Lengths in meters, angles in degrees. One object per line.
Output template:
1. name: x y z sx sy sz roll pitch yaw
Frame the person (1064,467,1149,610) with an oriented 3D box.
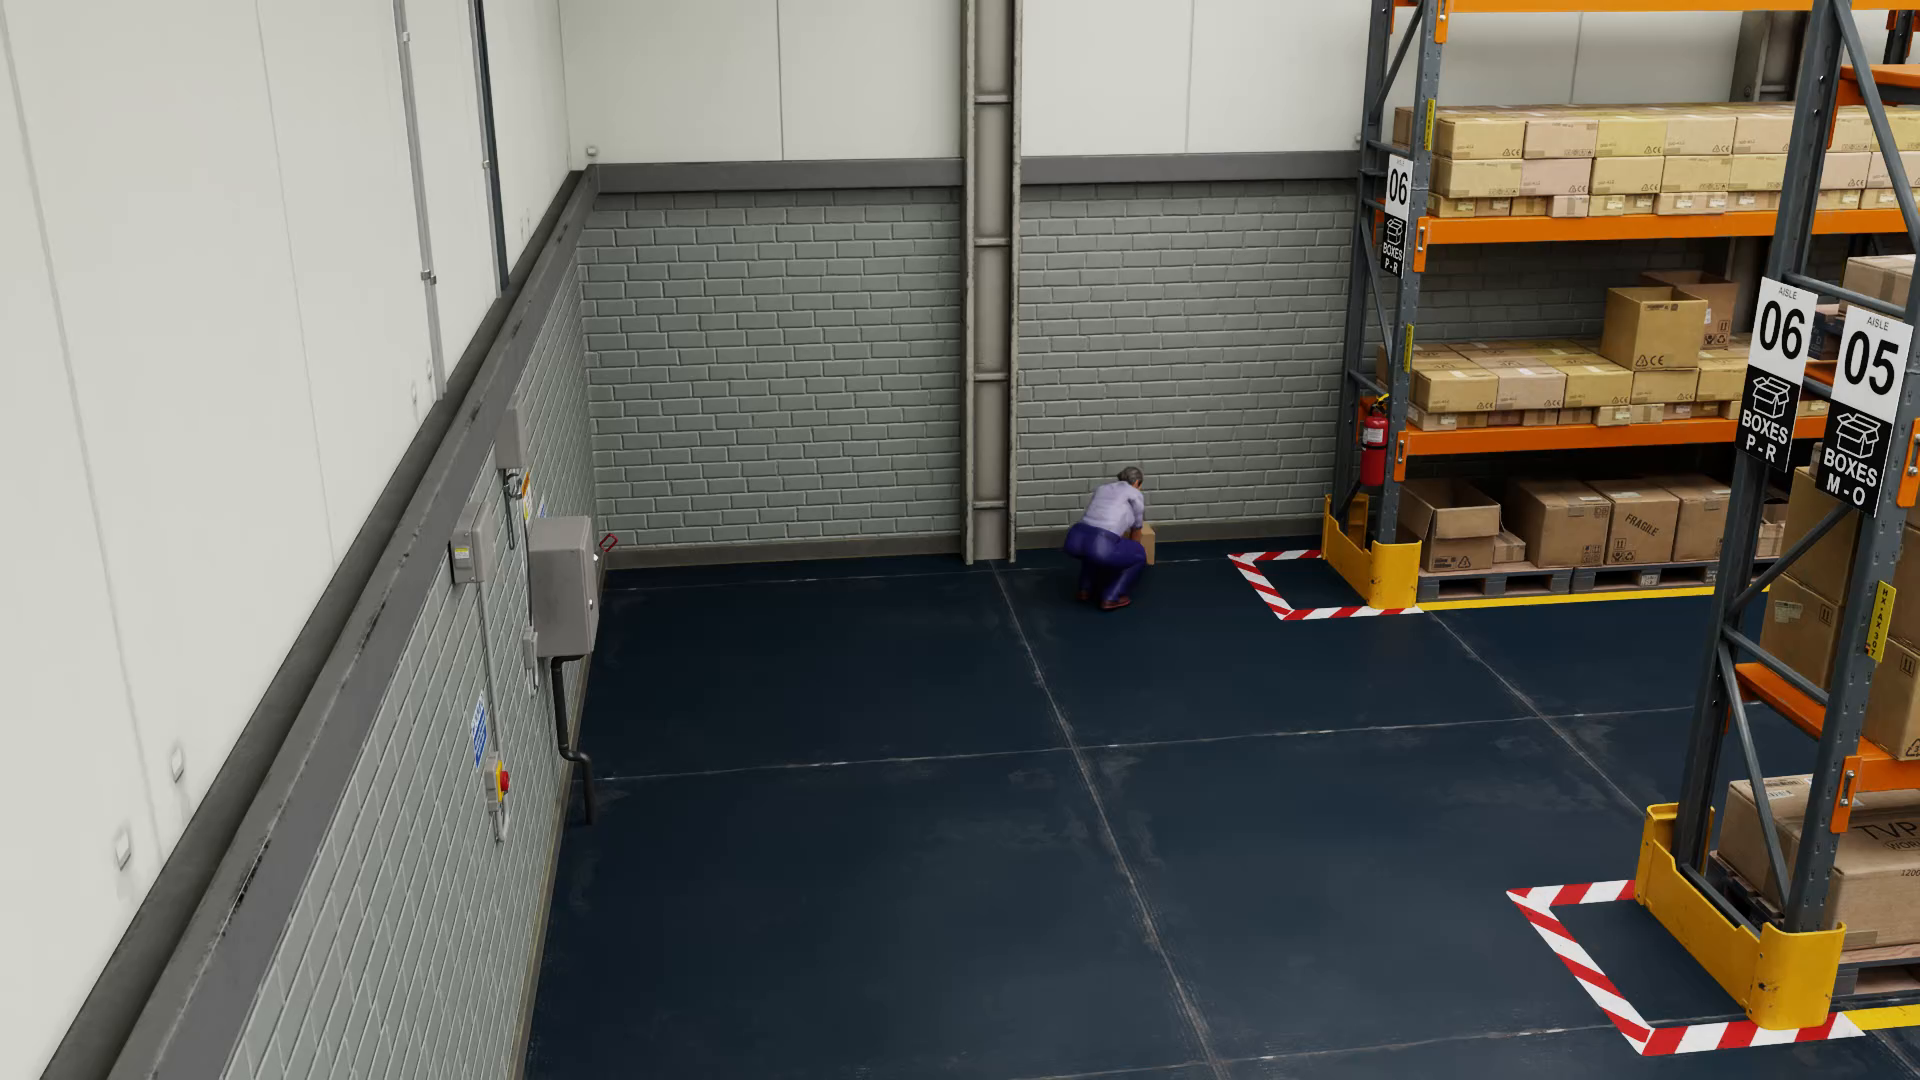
1. person: 1.125 -0.011 12.200 0.494 0.922 0.888 16 25 37
